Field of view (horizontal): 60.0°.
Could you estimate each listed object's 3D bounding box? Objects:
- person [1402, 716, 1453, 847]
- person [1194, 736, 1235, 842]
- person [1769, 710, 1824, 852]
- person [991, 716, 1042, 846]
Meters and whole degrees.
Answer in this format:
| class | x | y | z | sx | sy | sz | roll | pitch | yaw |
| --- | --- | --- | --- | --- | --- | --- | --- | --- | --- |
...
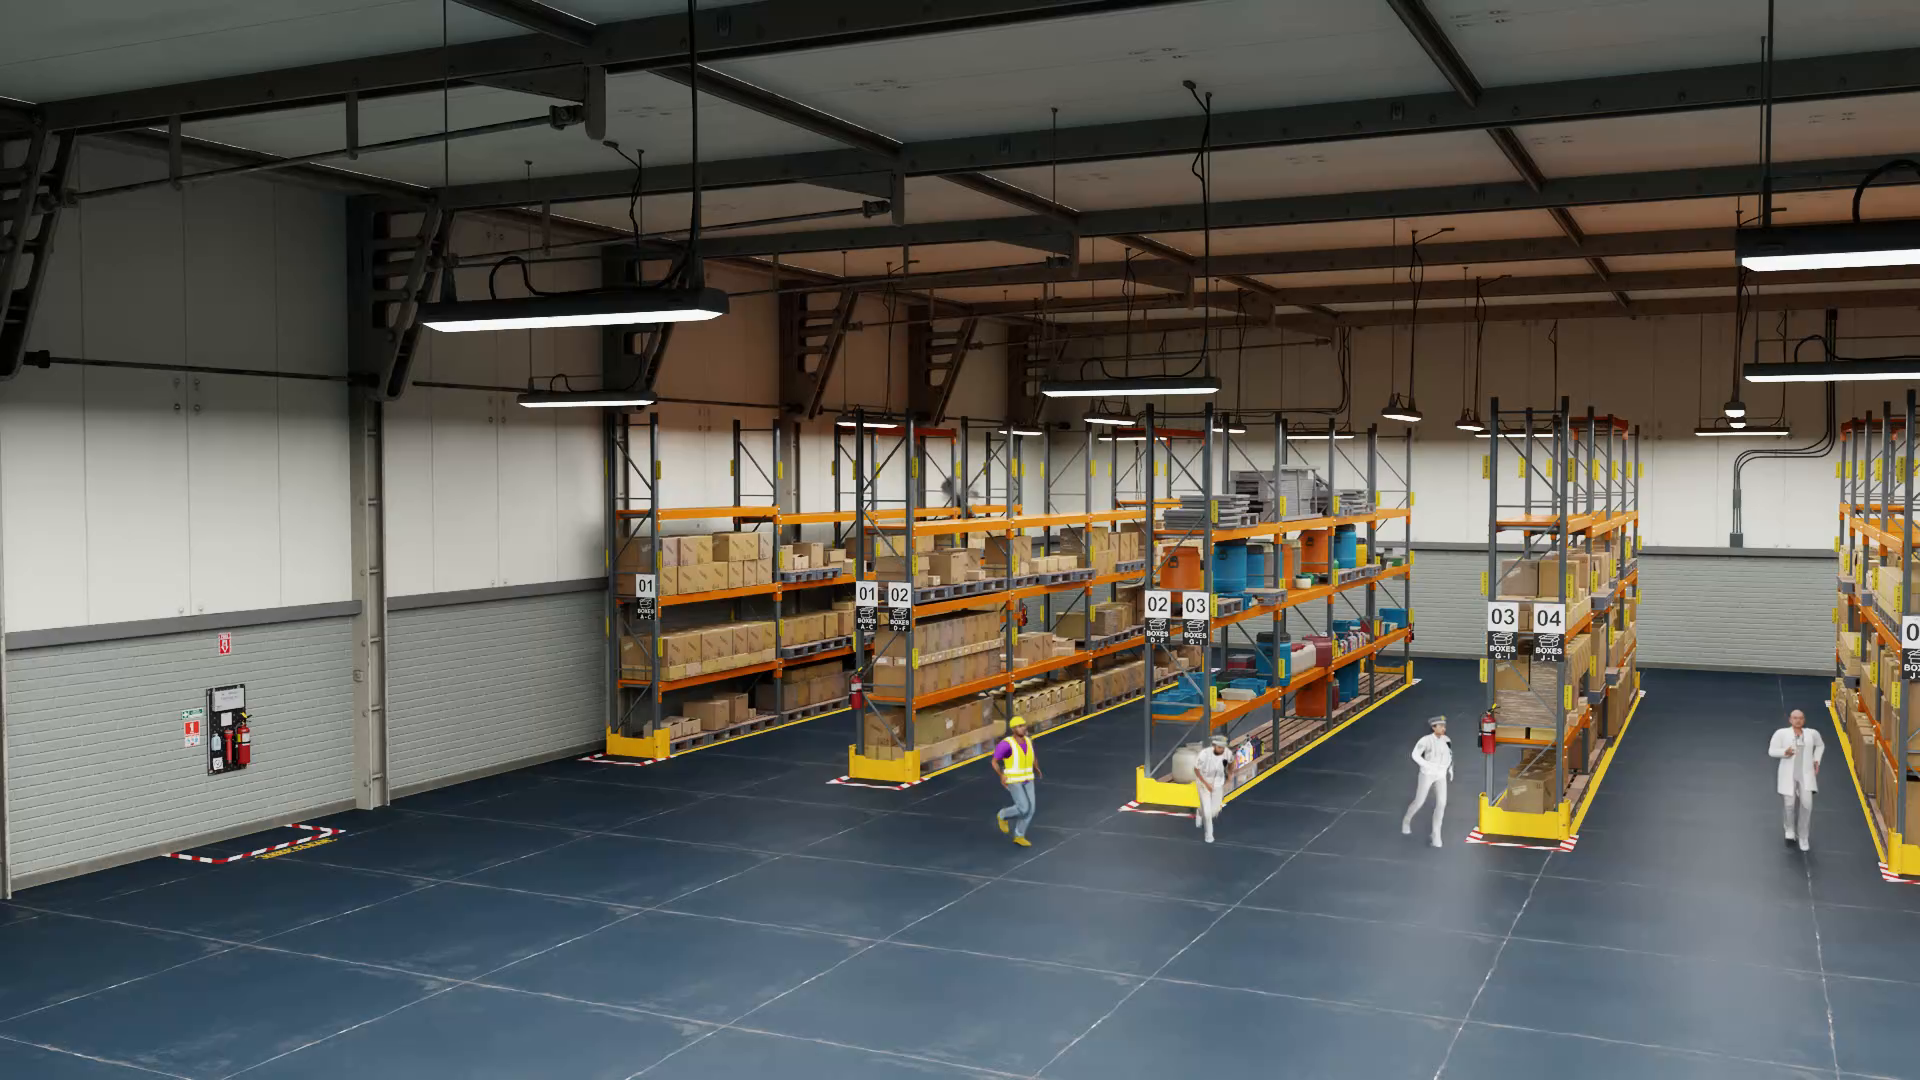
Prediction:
| class | x | y | z | sx | sy | sz | roll | pitch | yaw |
| --- | --- | --- | --- | --- | --- | --- | --- | --- | --- |
| person | 6.416 | 3.219 | 22.484 | 0.678 | 1.702 | 0.838 | 0 | 2 | -10 |
| person | 3.419 | 3.330 | 22.455 | 0.591 | 1.478 | 0.851 | 0 | 2 | -12 |
| person | 11.133 | 3.180 | 22.127 | 0.687 | 1.845 | 0.811 | 1 | 3 | 22 |
| person | 0.782 | 3.213 | 22.266 | 0.718 | 1.714 | 0.577 | -2 | 3 | -37 |
